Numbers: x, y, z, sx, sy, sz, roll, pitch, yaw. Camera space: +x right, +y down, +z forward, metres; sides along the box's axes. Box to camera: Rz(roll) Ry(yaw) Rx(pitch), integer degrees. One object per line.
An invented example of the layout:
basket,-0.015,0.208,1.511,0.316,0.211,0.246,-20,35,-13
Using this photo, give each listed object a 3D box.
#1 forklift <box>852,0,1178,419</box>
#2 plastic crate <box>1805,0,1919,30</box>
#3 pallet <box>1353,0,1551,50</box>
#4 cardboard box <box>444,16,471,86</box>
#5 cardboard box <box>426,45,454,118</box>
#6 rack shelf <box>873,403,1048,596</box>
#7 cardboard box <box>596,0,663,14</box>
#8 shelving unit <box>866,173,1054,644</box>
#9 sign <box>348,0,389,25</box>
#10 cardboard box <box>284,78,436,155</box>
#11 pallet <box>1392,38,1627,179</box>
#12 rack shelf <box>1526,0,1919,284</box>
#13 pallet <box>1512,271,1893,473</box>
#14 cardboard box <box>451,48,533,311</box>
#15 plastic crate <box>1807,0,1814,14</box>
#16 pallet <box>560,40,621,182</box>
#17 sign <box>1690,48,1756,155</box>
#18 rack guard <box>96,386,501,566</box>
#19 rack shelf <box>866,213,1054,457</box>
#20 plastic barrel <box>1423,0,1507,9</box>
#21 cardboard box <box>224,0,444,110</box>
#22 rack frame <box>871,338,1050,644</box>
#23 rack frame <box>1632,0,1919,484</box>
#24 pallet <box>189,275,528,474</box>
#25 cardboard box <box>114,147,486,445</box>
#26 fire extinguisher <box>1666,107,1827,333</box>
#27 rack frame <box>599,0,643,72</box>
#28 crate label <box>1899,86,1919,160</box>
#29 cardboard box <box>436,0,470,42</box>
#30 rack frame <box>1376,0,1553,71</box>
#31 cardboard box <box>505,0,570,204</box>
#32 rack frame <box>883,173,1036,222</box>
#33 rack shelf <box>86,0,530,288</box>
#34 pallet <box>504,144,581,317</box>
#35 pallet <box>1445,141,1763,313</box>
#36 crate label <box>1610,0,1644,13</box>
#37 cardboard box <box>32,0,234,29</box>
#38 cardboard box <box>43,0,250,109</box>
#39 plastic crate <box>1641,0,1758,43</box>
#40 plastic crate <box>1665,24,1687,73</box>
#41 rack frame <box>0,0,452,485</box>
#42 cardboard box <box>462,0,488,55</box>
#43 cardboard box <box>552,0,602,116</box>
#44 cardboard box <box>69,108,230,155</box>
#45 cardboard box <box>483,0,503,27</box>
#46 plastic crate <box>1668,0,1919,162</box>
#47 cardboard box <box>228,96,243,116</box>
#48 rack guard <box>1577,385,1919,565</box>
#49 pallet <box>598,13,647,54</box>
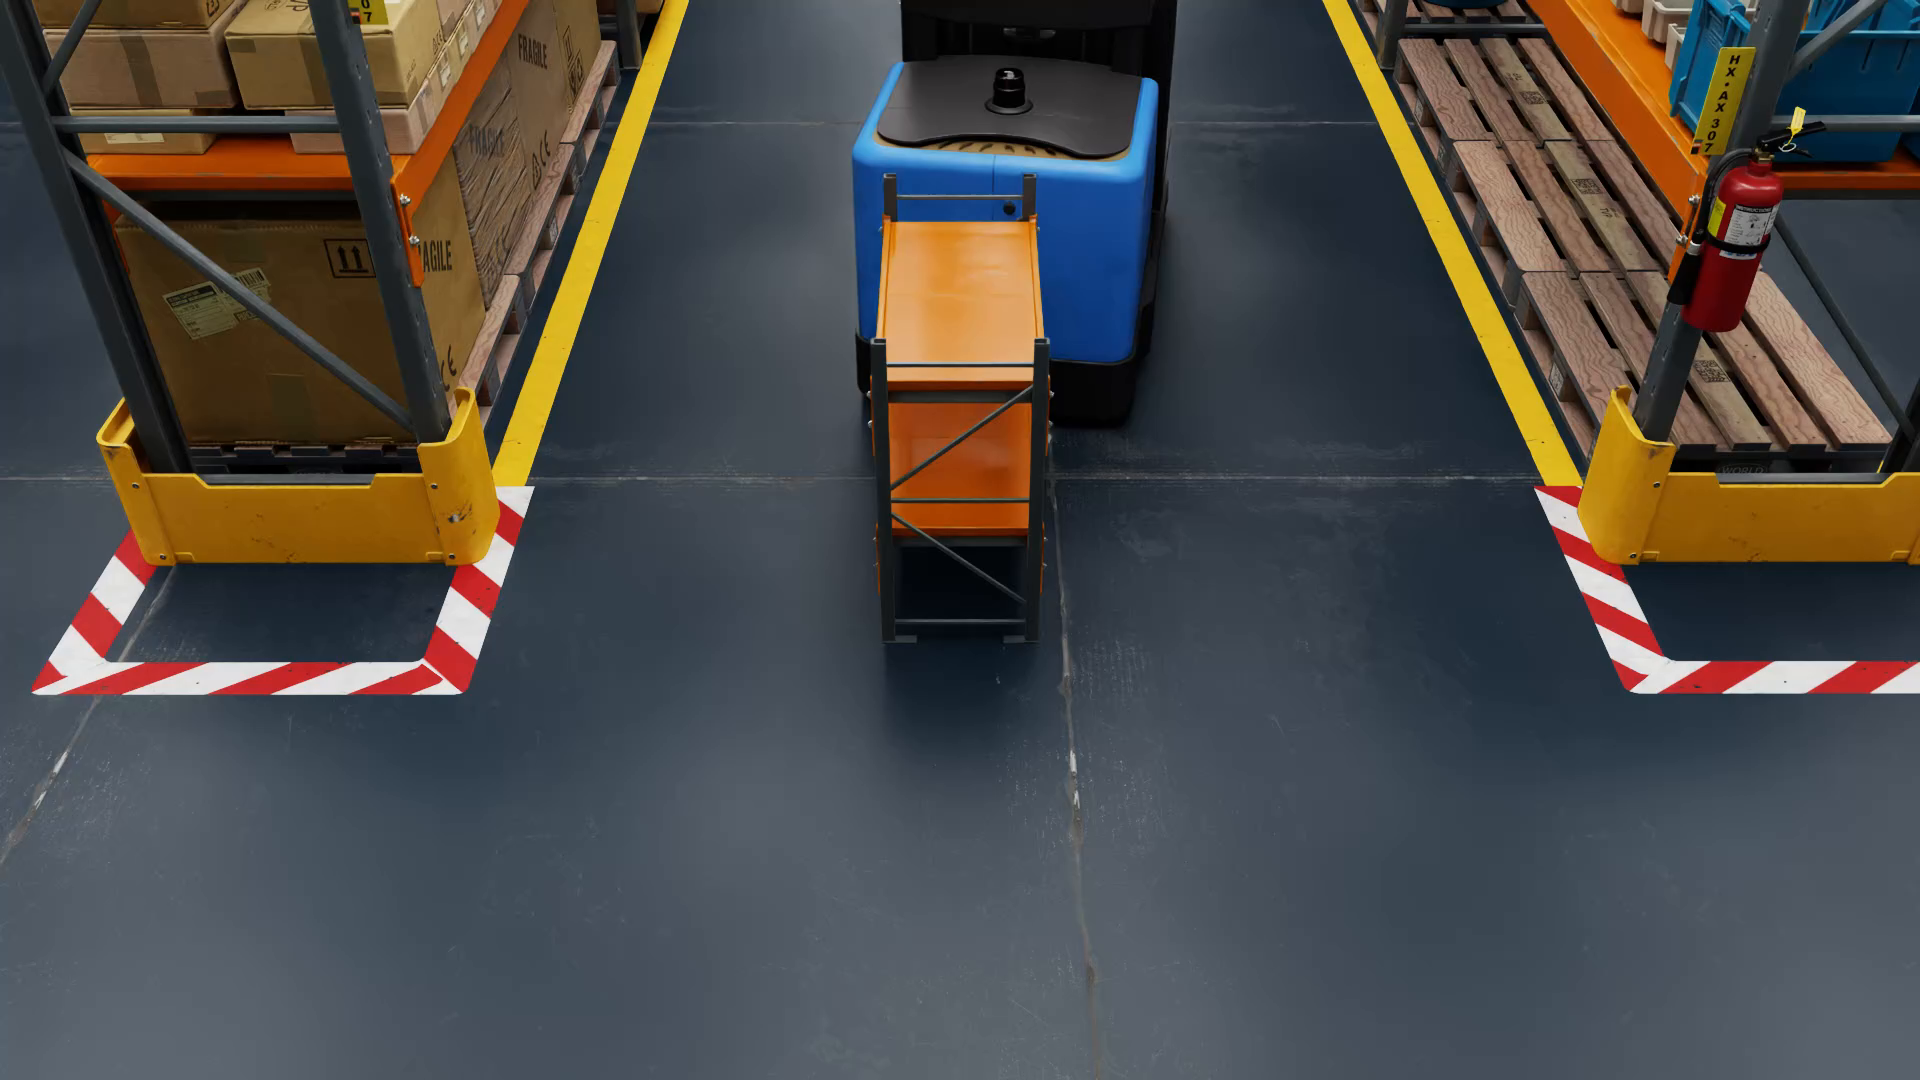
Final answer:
forklift,0.350,-2.514,6.543,1.130,2.935,3.031,6,39,7
plastic crate,3.077,-1.734,5.601,0.416,0.233,0.300,0,39,0
pallet,2.785,-3.105,9.456,1.003,0.211,1.213,0,39,0
cardboard box,-1.877,-1.650,5.612,0.380,0.149,0.250,-1,39,-1
cardboard box,-1.876,-1.490,5.412,0.380,0.149,0.250,-1,39,-1
rack shelf,0.000,-0.244,5.546,0.538,0.278,1.000,0,39,0
cardboard box,-2.229,-3.442,9.010,1.225,0.875,0.875,0,39,0
shelving unit,0.000,-0.435,5.393,0.538,1.125,1.048,0,39,0
sign,-1.649,-1.571,4.556,0.100,0.325,0.005,0,39,0
cardboard box,-1.875,-1.330,5.212,0.380,0.149,0.250,0,39,0
pallet,2.784,-2.163,8.280,1.003,0.211,1.213,0,39,0
rack shelf,2.746,-2.179,6.646,1.077,0.370,4.000,0,39,0
pallet,2.787,-0.637,6.376,1.003,0.211,1.213,0,39,0
cardboard box,-2.286,-1.510,6.598,0.875,0.875,0.875,0,39,0
plastic crate,3.159,-1.909,5.897,0.250,0.136,0.298,0,39,0
pallet,-2.286,-2.143,8.256,1.003,0.211,1.213,0,39,0
sign,2.199,-1.262,4.796,0.100,0.325,0.005,0,39,0
rack guard,-2.204,-0.215,5.619,1.175,0.500,0.348,0,39,0
rack shelf,0.000,-0.663,5.210,0.538,0.278,1.000,0,39,0
plastic barrel,2.761,-3.396,8.931,0.600,0.901,0.708,0,39,0
cardboard box,-1.935,-1.564,5.185,0.500,0.250,0.500,-1,39,-1
rack frame,0.001,-0.117,4.996,0.500,1.125,0.032,0,39,0
rack frame,2.749,-1.209,4.860,1.000,3.000,0.127,0,39,0
pallet,-2.283,-0.618,6.352,1.003,0.211,1.213,0,39,0
cardboard box,-2.285,-0.941,5.888,0.875,0.875,0.875,0,39,0
fire extinguisher,2.295,-0.939,4.883,0.296,0.674,0.183,0,39,0
rack frame,-2.209,-3.707,7.977,1.000,3.000,0.127,0,39,0
crate label,3.078,-1.322,5.087,0.416,0.233,0.303,0,39,0
cardboard box,-1.942,-1.889,5.590,0.500,0.250,0.500,0,39,-1
rack frame,2.744,-3.711,7.982,1.000,3.000,0.127,0,39,0
cardboard box,-2.287,-2.066,7.293,0.875,0.875,0.875,0,39,0
rack frame,-0.001,-0.753,5.790,0.500,1.125,0.032,0,39,0
rack shelf,-2.206,-2.176,6.642,1.077,0.370,4.000,0,39,0
pallet,-2.282,-1.379,7.301,1.003,0.211,1.213,0,39,0
pallet,2.788,-1.398,7.326,1.003,0.211,1.213,0,39,0
crate label,2.556,-1.995,6.004,0.396,0.136,0.243,0,39,0
cardboard box,-2.468,-1.860,4.955,0.500,0.500,0.500,0,39,1
cardboard box,-2.470,-1.566,5.188,0.500,0.250,0.500,-1,39,-1
plastic crate,2.581,-1.821,5.786,0.396,0.136,0.243,0,39,0
plastic crate,2.567,-1.640,5.560,0.396,0.136,0.243,0,39,0
rack frame,-2.204,-1.206,4.856,1.000,3.000,0.127,0,39,0
cardboard box,-1.878,-1.814,5.815,0.380,0.149,0.250,-1,39,-1
cardboard box,-2.288,-2.629,7.995,0.875,0.875,0.875,0,39,0
cardboard box,-2.534,-1.330,5.212,0.380,0.149,0.250,1,39,1
cardboard box,-1.878,-1.973,6.014,0.380,0.149,0.250,-1,39,-1
plastic crate,2.562,-1.456,5.092,0.616,0.435,0.499,0,39,0
cardboard box,-2.536,-1.493,5.415,0.380,0.149,0.250,0,39,0
rack guard,2.762,-0.219,5.623,1.175,0.500,0.348,0,39,0
pallet,-2.285,-3.101,9.451,1.003,0.211,1.213,0,39,0
